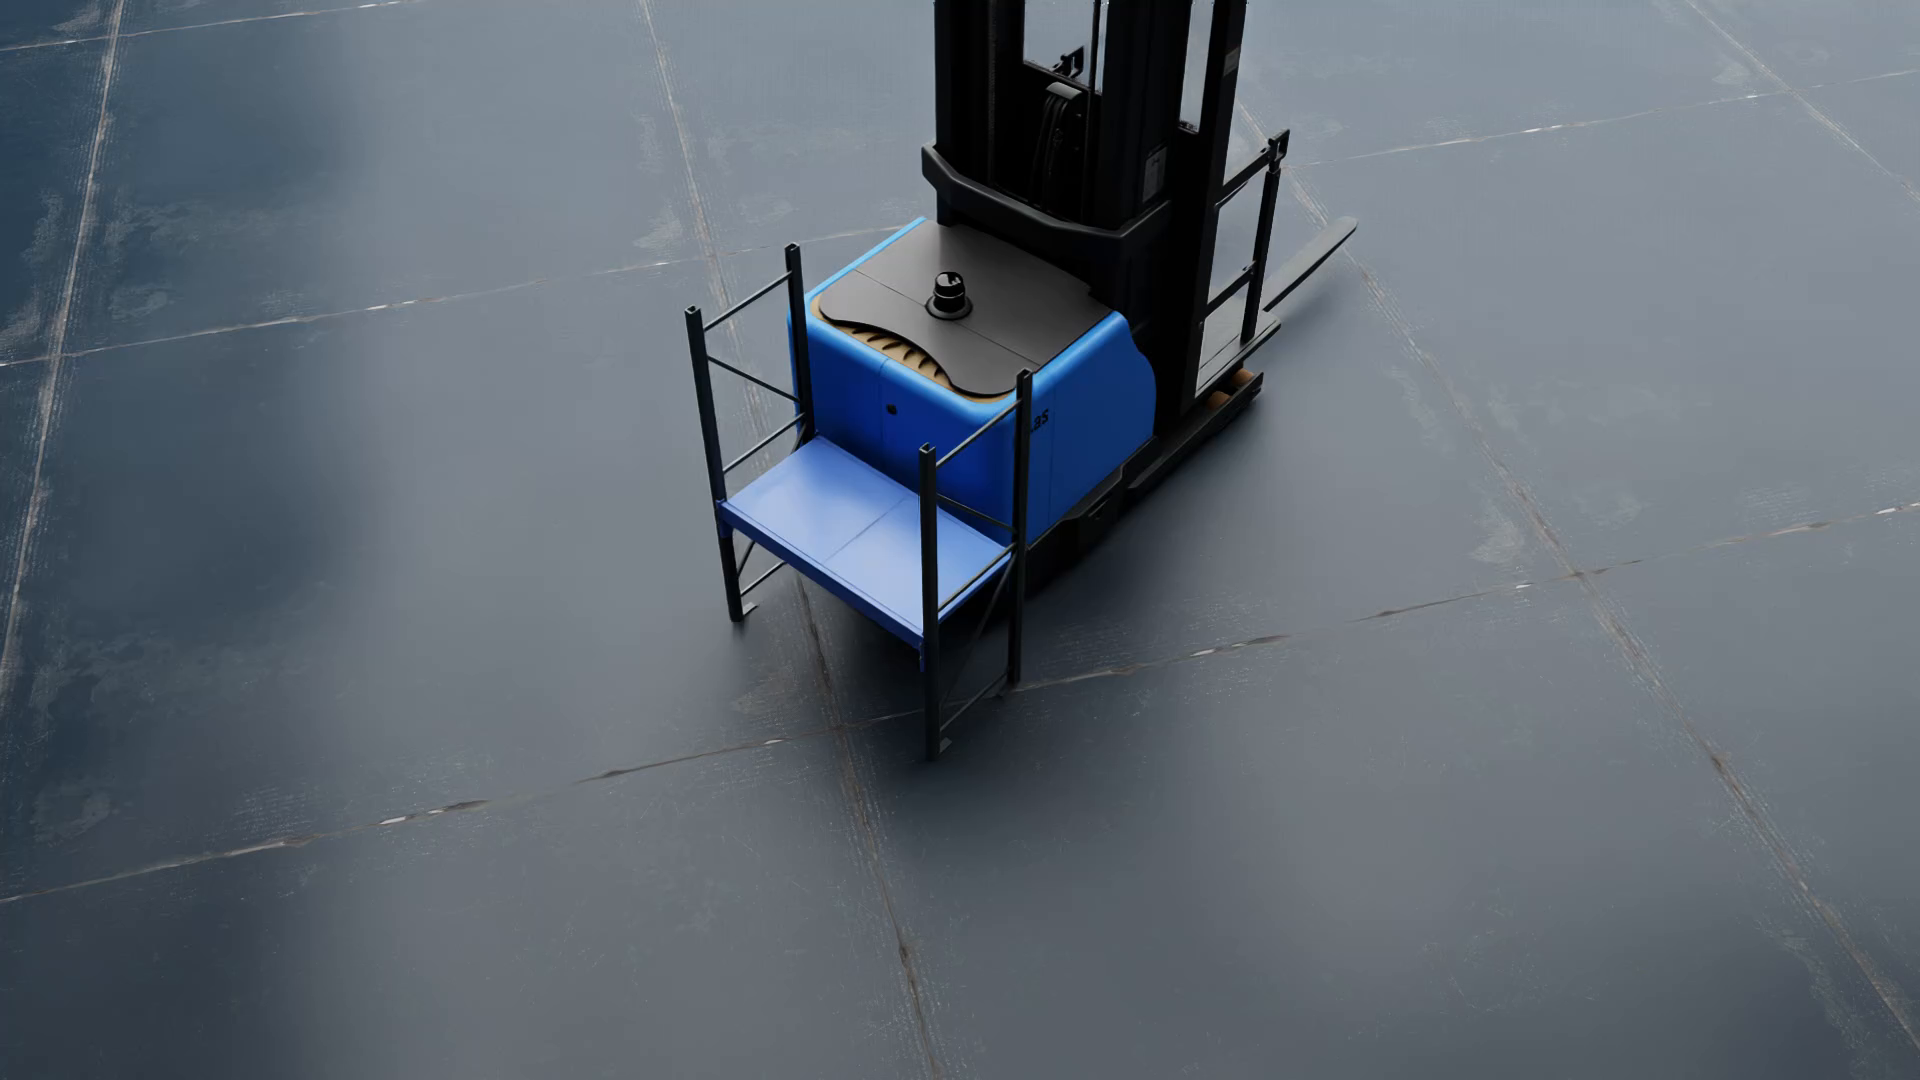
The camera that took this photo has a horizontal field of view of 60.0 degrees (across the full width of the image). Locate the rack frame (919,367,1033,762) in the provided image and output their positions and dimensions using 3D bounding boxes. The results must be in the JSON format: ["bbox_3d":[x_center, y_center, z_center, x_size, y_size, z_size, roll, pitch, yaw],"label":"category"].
[{"bbox_3d":[0.052,0.129,5.574,0.032,1.500,0.500,32,53,27],"label":"rack frame"}]

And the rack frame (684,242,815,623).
[{"bbox_3d":[-0.717,-0.346,6.039,0.032,1.500,0.500,32,53,27],"label":"rack frame"}]

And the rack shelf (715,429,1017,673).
[{"bbox_3d":[-0.332,0.017,5.935,1.000,0.185,0.538,32,53,27],"label":"rack shelf"}]

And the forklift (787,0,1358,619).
[{"bbox_3d":[0.675,-1.712,6.376,1.130,2.935,3.031,31,53,27],"label":"forklift"}]

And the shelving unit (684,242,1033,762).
[{"bbox_3d":[-0.332,-0.109,5.806,1.048,1.500,0.538,32,53,27],"label":"shelving unit"}]
